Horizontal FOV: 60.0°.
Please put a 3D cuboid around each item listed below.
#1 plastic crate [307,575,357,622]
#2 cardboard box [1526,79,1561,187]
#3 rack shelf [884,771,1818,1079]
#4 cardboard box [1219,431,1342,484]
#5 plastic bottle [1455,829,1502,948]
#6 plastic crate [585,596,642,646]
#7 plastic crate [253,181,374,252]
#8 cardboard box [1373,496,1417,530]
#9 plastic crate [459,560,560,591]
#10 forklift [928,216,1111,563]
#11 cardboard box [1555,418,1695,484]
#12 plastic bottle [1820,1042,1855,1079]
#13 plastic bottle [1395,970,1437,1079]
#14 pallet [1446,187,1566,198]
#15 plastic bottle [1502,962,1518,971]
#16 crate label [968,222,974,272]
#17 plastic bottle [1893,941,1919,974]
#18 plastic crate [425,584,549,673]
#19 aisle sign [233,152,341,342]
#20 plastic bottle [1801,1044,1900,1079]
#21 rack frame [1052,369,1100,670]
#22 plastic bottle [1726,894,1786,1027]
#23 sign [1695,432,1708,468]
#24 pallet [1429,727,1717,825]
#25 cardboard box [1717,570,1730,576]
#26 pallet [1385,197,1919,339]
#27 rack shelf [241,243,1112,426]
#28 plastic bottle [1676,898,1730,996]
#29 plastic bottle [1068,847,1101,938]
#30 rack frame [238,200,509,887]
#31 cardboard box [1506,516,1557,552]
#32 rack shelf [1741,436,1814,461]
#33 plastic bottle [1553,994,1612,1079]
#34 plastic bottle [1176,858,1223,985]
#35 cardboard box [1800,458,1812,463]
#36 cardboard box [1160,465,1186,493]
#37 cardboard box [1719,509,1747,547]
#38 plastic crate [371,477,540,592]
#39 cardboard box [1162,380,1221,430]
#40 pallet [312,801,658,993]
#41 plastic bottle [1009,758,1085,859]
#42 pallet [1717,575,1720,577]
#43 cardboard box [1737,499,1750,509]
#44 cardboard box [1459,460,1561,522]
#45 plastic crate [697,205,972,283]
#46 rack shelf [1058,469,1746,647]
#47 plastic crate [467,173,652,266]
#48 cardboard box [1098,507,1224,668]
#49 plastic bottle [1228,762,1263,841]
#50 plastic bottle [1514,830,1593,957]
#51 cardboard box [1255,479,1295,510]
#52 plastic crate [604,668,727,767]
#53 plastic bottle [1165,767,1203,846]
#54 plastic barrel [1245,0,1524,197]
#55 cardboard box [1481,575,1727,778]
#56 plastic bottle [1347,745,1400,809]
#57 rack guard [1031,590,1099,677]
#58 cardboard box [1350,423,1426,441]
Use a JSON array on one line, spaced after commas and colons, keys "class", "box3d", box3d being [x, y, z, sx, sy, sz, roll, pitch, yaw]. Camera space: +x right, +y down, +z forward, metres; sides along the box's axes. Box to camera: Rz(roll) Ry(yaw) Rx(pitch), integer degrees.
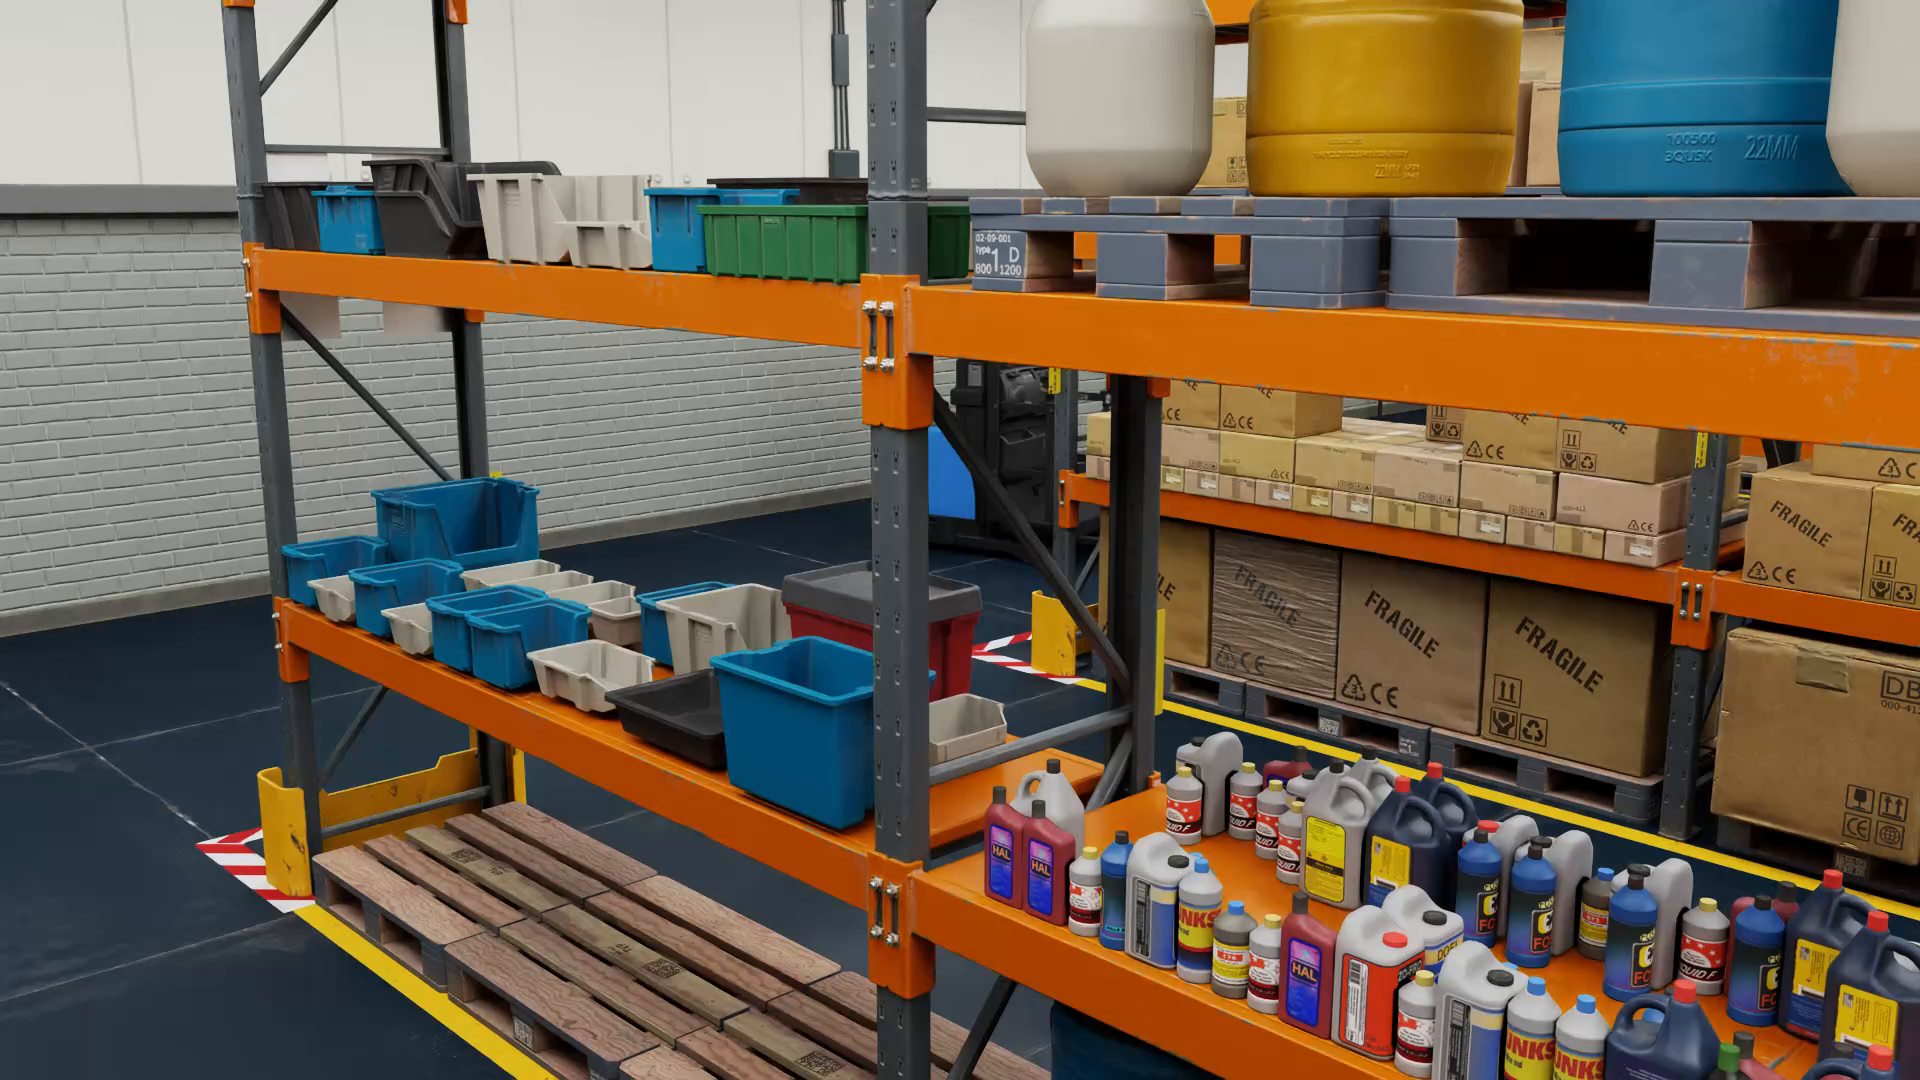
[{"class": "plastic crate", "box3d": [-2.491, 0.241, 6.812, 0.250, 0.136, 0.298, -11, 16, -43]}, {"class": "cardboard box", "box3d": [3.176, -1.984, 8.137, 0.500, 0.500, 0.700, 11, 16, 42]}, {"class": "rack shelf", "box3d": [1.559, 1.229, 3.294, 1.077, 0.370, 4.000, -11, 16, -43]}, {"class": "cardboard box", "box3d": [1.842, -0.505, 9.562, 0.500, 0.250, 0.500, 11, 16, 43]}, {"class": "plastic bottle", "box3d": [1.207, 0.808, 3.877, 0.097, 0.271, 0.097, 0, 12, 0]}, {"class": "plastic crate", "box3d": [-1.273, 0.317, 6.444, 0.298, 0.136, 0.250, -11, 16, -43]}, {"class": "plastic crate", "box3d": [-2.520, -1.309, 6.721, 0.497, 0.269, 0.590, -11, 16, -43]}, {"class": "cardboard box", "box3d": [2.425, -0.168, 8.918, 0.380, 0.149, 0.250, -11, 16, -43]}, {"class": "plastic crate", "box3d": [-1.891, 0.195, 7.037, 0.396, 0.136, 0.243, -11, 16, -43]}, {"class": "forklift", "box3d": [0.781, -1.343, 14.166, 3.031, 2.935, 1.130, 7, 14, 32]}, {"class": "cardboard box", "box3d": [3.249, -0.575, 8.043, 0.500, 0.500, 0.500, -10, 15, -41]}, {"class": "plastic bottle", "box3d": [1.539, 1.012, 2.853, 0.061, 0.283, 0.133, -11, 16, -43]}, {"class": "plastic bottle", "box3d": [0.922, 0.959, 3.316, 0.097, 0.201, 0.097, 0, 12, 0]}, {"class": "pallet", "box3d": [3.202, -1.652, 8.281, 1.003, 0.211, 1.213, -11, 16, -43]}, {"class": "plastic bottle", "box3d": [1.099, 0.952, 3.350, 0.097, 0.201, 0.097, 0, 12, 0]}, {"class": "crate label", "box3d": [0.049, -0.867, 4.904, 0.293, 0.136, 0.466, -11, 16, -43]}, {"class": "plastic bottle", "box3d": [1.917, 0.919, 3.325, 0.152, 0.276, 0.135, -11, 16, -43]}, {"class": "plastic crate", "box3d": [-1.743, 0.328, 6.152, 0.416, 0.233, 0.300, -11, 16, -43]}, {"class": "aisle sign", "box3d": [-2.849, -1.241, 7.060, 0.394, 0.787, 0.004, -11, 16, -43]}, {"class": "plastic bottle", "box3d": [1.483, 0.998, 2.758, 0.144, 0.351, 0.185, -11, 16, -43]}, {"class": "rack frame", "box3d": [0.998, -0.689, 10.822, 1.000, 3.000, 0.127, -11, 16, -43]}, {"class": "plastic bottle", "box3d": [1.685, 0.882, 3.516, 0.097, 0.271, 0.097, 0, 12, 0]}, {"class": "sign", "box3d": [3.360, -0.490, 7.517, 0.100, 0.325, 0.005, -11, 16, -43]}, {"class": "pallet", "box3d": [3.291, 1.139, 8.861, 1.003, 0.211, 1.213, -11, 16, -43]}, {"class": "cardboard box", "box3d": [5.863, 0.170, 12.676, 0.380, 0.149, 0.250, -11, 16, -43]}, {"class": "pallet", "box3d": [1.575, -0.526, 3.064, 1.003, 0.211, 1.213, -11, 16, -43]}, {"class": "rack shelf", "box3d": [-1.203, -0.824, 5.825, 1.077, 0.370, 4.000, -11, 16, -43]}, {"class": "plastic bottle", "box3d": [1.637, 0.888, 3.659, 0.097, 0.201, 0.097, 0, 12, 0]}, {"class": "plastic bottle", "box3d": [0.307, 0.829, 3.946, 0.097, 0.201, 0.097, 0, 12, 0]}, {"class": "rack frame", "box3d": [-2.585, 0.001, 7.472, 1.000, 3.000, 0.127, -11, 16, -43]}, {"class": "cardboard box", "box3d": [2.957, -0.056, 8.372, 0.380, 0.149, 0.250, -11, 16, -44]}, {"class": "rack shelf", "box3d": [6.036, -0.721, 12.761, 1.077, 0.370, 4.000, -11, 16, -43]}, {"class": "plastic bottle", "box3d": [1.149, 0.973, 3.076, 0.097, 0.271, 0.097, 0, 12, 0]}, {"class": "plastic bottle", "box3d": [0.535, 0.843, 3.706, 0.097, 0.271, 0.097, 0, 12, 0]}, {"class": "cardboard box", "box3d": [4.280, -0.124, 7.832, 0.500, 0.500, 0.500, -11, 16, -42]}, {"class": "cardboard box", "box3d": [1.359, -0.394, 10.011, 0.250, 0.149, 0.380, 11, 16, 44]}, {"class": "cardboard box", "box3d": [3.796, -0.072, 8.448, 0.380, 0.149, 0.250, -11, 16, -42]}, {"class": "plastic crate", "box3d": [-2.218, -0.023, 7.351, 0.616, 0.435, 0.499, -11, 16, -43]}, {"class": "cardboard box", "box3d": [1.479, -0.948, 9.855, 0.500, 0.500, 0.500, 11, 16, 44]}, {"class": "pallet", "box3d": [-2.043, 1.493, 7.143, 1.003, 0.211, 1.213, -11, 16, -43]}, {"class": "plastic bottle", "box3d": [0.214, 0.712, 4.146, 0.144, 0.351, 0.185, -11, 16, -43]}, {"class": "pallet", "box3d": [6.081, 0.313, 12.869, 1.003, 0.211, 1.213, -11, 16, -43]}, {"class": "cardboard box", "box3d": [6.067, -0.227, 13.132, 0.250, 0.149, 0.380, 11, 16, 43]}, {"class": "cardboard box", "box3d": [2.906, -0.280, 8.474, 0.500, 0.250, 0.500, -10, 15, -41]}, {"class": "plastic crate", "box3d": [-0.333, -0.800, 4.453, 0.450, 0.188, 0.662, -11, 16, -43]}, {"class": "rack shelf", "box3d": [2.379, -0.045, 9.478, 1.077, 0.370, 4.000, -11, 16, -43]}, {"class": "plastic crate", "box3d": [-1.277, -1.043, 5.402, 0.437, 0.282, 0.530, -11, 16, -43]}, {"class": "cardboard box", "box3d": [1.497, 0.228, 10.595, 0.875, 0.875, 0.875, -11, 16, -43]}, {"class": "plastic bottle", "box3d": [0.784, 0.708, 4.534, 0.097, 0.201, 0.097, 0, 12, 0]}, {"class": "plastic bottle", "box3d": [1.377, 0.805, 3.879, 0.152, 0.276, 0.135, -11, 16, -43]}, {"class": "cardboard box", "box3d": [1.894, -0.281, 9.463, 0.380, 0.149, 0.250, -11, 16, -43]}, {"class": "plastic crate", "box3d": [-0.790, 0.564, 5.271, 0.437, 0.125, 0.590, -11, 16, -43]}, {"class": "plastic bottle", "box3d": [0.606, 0.715, 4.500, 0.097, 0.201, 0.097, 0, 12, 0]}, {"class": "plastic barrel", "box3d": [0.955, -1.077, 3.765, 0.600, 0.588, 0.600, 0, 12, 0]}, {"class": "cardboard box", "box3d": [3.362, 0.622, 8.682, 0.875, 0.875, 0.875, -11, 16, -43]}, {"class": "plastic bottle", "box3d": [1.049, 0.698, 4.214, 0.144, 0.351, 0.185, -11, 16, -43]}, {"class": "rack guard", "box3d": [0.981, 0.532, 11.091, 1.175, 0.500, 0.348, -11, 16, -43]}, {"class": "cardboard box", "box3d": [2.588, -0.504, 9.557, 0.500, 0.250, 0.500, -11, 16, -42]}]
